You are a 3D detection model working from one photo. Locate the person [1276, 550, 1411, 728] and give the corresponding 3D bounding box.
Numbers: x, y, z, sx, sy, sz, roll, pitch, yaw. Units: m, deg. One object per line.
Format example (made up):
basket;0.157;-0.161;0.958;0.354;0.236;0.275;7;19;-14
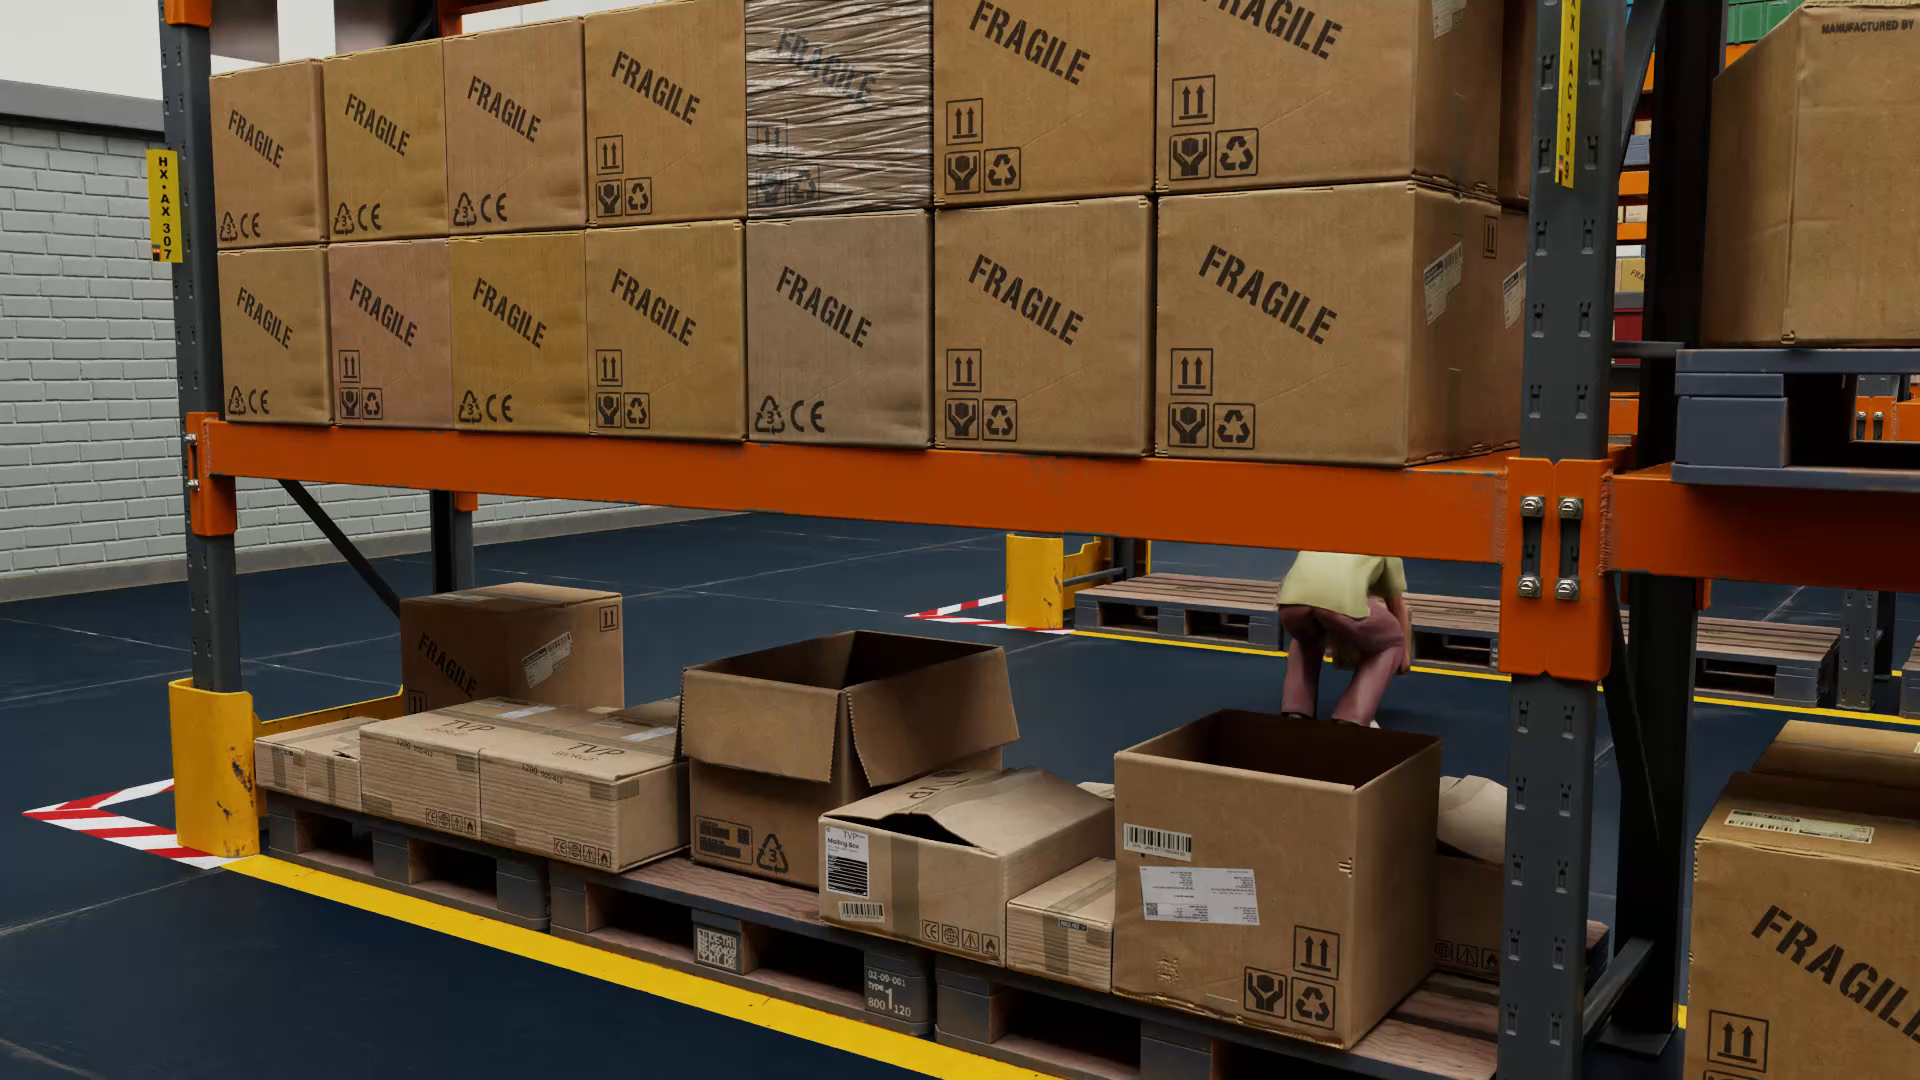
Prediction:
person;1.532;0.316;6.650;0.464;0.901;0.831;4;8;32
